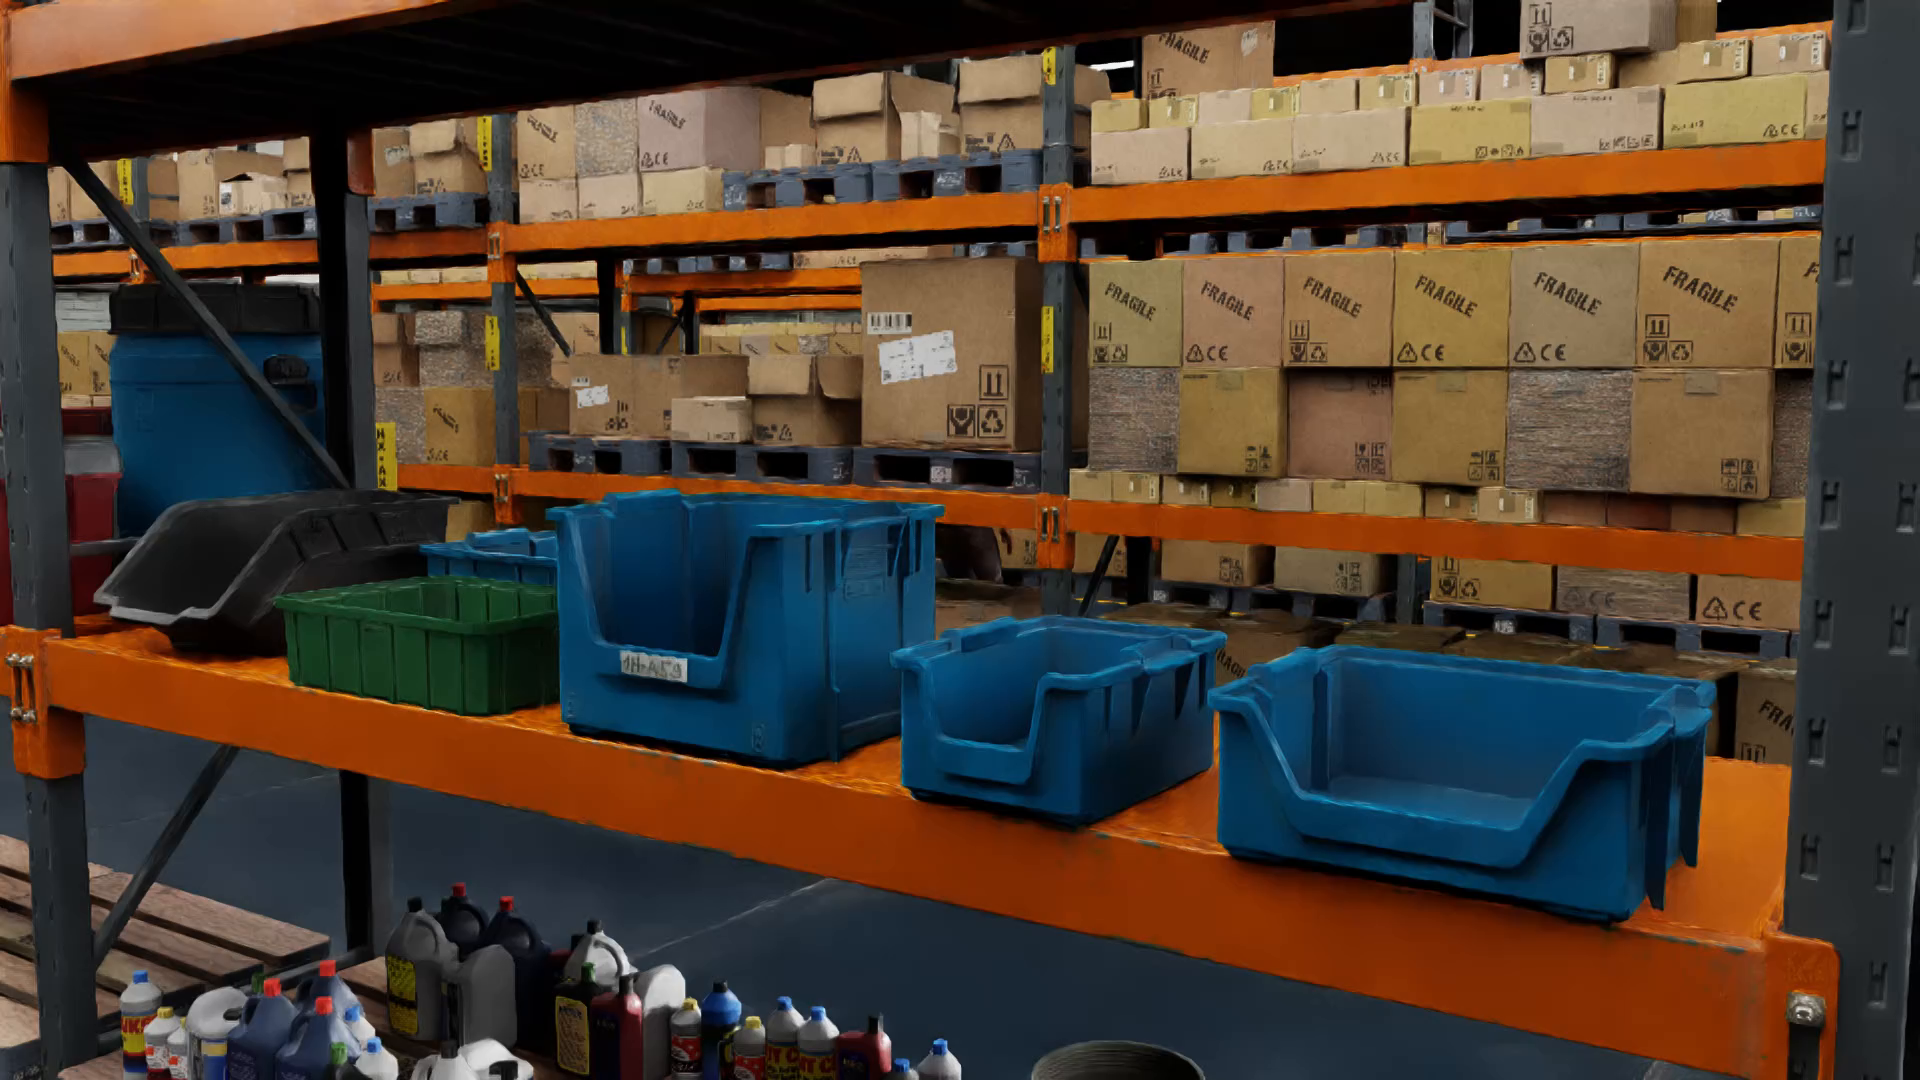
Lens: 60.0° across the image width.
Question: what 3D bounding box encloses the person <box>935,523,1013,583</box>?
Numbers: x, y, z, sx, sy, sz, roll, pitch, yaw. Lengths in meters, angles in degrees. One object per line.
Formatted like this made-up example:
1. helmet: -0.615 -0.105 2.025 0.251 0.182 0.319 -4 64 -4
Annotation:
1. person: 0.074 0.014 10.892 0.673 1.575 0.502 3 7 27
